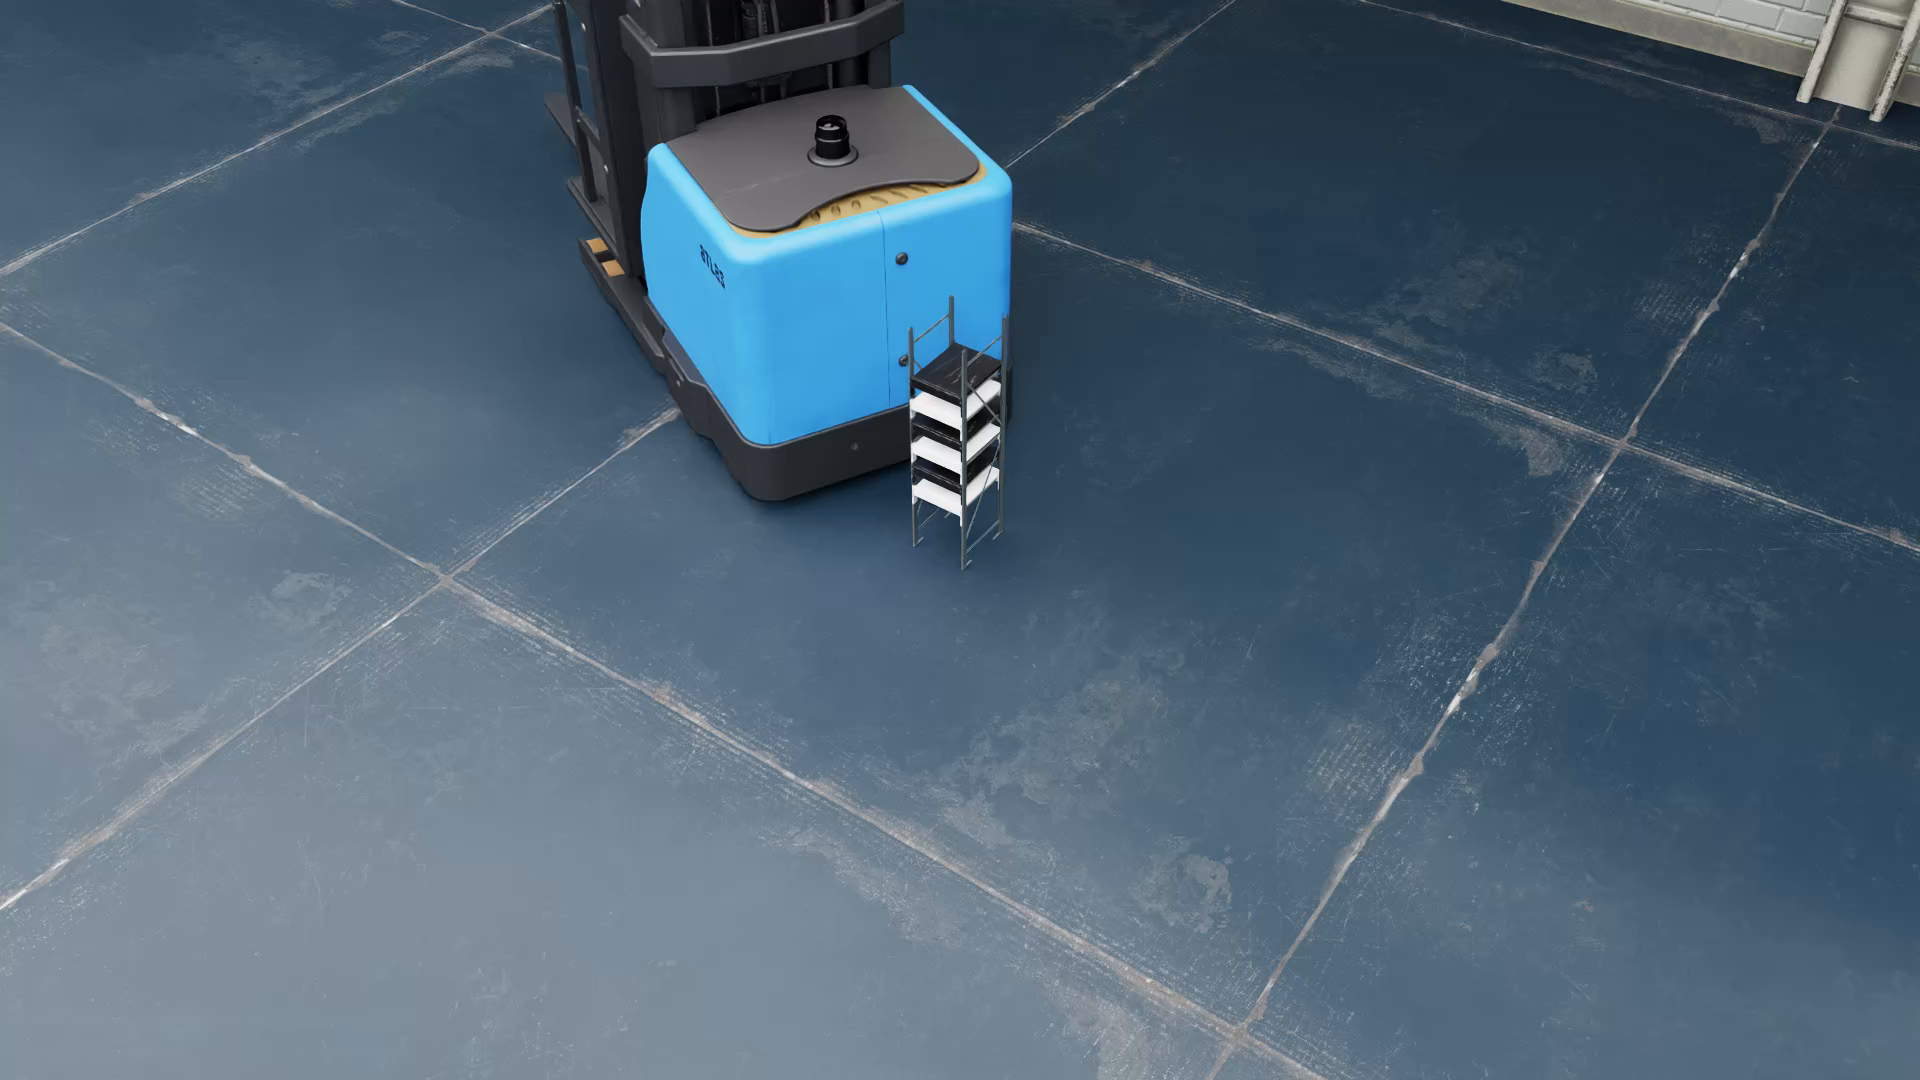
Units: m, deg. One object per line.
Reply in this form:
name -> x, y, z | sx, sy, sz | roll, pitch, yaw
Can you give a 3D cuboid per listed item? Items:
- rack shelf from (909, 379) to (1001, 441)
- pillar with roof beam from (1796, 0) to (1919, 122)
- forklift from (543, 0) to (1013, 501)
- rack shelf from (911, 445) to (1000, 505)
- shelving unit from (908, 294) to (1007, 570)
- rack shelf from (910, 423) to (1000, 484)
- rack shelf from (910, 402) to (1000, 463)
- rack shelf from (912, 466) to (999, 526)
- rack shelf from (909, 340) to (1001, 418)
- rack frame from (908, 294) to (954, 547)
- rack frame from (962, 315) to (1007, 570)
rack shelf -> -0.007, -0.448, 5.356 | 0.200, 0.077, 0.258 | 25, 48, 25
pillar with roof beam -> 1.881, -3.171, 2.546 | 0.400, 9.000, 9.100 | 25, 48, 25
forklift -> -0.937, -2.205, 6.016 | 1.130, 2.935, 3.031 | -19, 45, -20
rack shelf -> -0.007, -0.247, 5.536 | 0.200, 0.077, 0.258 | 25, 48, 25
shelving unit -> -0.007, -0.338, 5.453 | 0.210, 0.900, 0.258 | 25, 48, 25
rack shelf -> -0.007, -0.314, 5.476 | 0.200, 0.077, 0.258 | 25, 48, 25
rack shelf -> -0.007, -0.381, 5.416 | 0.200, 0.077, 0.258 | 25, 48, 25
rack shelf -> -0.007, -0.179, 5.596 | 0.200, 0.077, 0.258 | 25, 48, 25
rack shelf -> -0.007, -0.515, 5.296 | 0.200, 0.077, 0.258 | 25, 48, 25
rack frame -> -0.090, -0.377, 5.497 | 0.006, 0.900, 0.240 | 25, 48, 25
rack frame -> 0.077, -0.300, 5.410 | 0.006, 0.900, 0.240 | 25, 48, 25
